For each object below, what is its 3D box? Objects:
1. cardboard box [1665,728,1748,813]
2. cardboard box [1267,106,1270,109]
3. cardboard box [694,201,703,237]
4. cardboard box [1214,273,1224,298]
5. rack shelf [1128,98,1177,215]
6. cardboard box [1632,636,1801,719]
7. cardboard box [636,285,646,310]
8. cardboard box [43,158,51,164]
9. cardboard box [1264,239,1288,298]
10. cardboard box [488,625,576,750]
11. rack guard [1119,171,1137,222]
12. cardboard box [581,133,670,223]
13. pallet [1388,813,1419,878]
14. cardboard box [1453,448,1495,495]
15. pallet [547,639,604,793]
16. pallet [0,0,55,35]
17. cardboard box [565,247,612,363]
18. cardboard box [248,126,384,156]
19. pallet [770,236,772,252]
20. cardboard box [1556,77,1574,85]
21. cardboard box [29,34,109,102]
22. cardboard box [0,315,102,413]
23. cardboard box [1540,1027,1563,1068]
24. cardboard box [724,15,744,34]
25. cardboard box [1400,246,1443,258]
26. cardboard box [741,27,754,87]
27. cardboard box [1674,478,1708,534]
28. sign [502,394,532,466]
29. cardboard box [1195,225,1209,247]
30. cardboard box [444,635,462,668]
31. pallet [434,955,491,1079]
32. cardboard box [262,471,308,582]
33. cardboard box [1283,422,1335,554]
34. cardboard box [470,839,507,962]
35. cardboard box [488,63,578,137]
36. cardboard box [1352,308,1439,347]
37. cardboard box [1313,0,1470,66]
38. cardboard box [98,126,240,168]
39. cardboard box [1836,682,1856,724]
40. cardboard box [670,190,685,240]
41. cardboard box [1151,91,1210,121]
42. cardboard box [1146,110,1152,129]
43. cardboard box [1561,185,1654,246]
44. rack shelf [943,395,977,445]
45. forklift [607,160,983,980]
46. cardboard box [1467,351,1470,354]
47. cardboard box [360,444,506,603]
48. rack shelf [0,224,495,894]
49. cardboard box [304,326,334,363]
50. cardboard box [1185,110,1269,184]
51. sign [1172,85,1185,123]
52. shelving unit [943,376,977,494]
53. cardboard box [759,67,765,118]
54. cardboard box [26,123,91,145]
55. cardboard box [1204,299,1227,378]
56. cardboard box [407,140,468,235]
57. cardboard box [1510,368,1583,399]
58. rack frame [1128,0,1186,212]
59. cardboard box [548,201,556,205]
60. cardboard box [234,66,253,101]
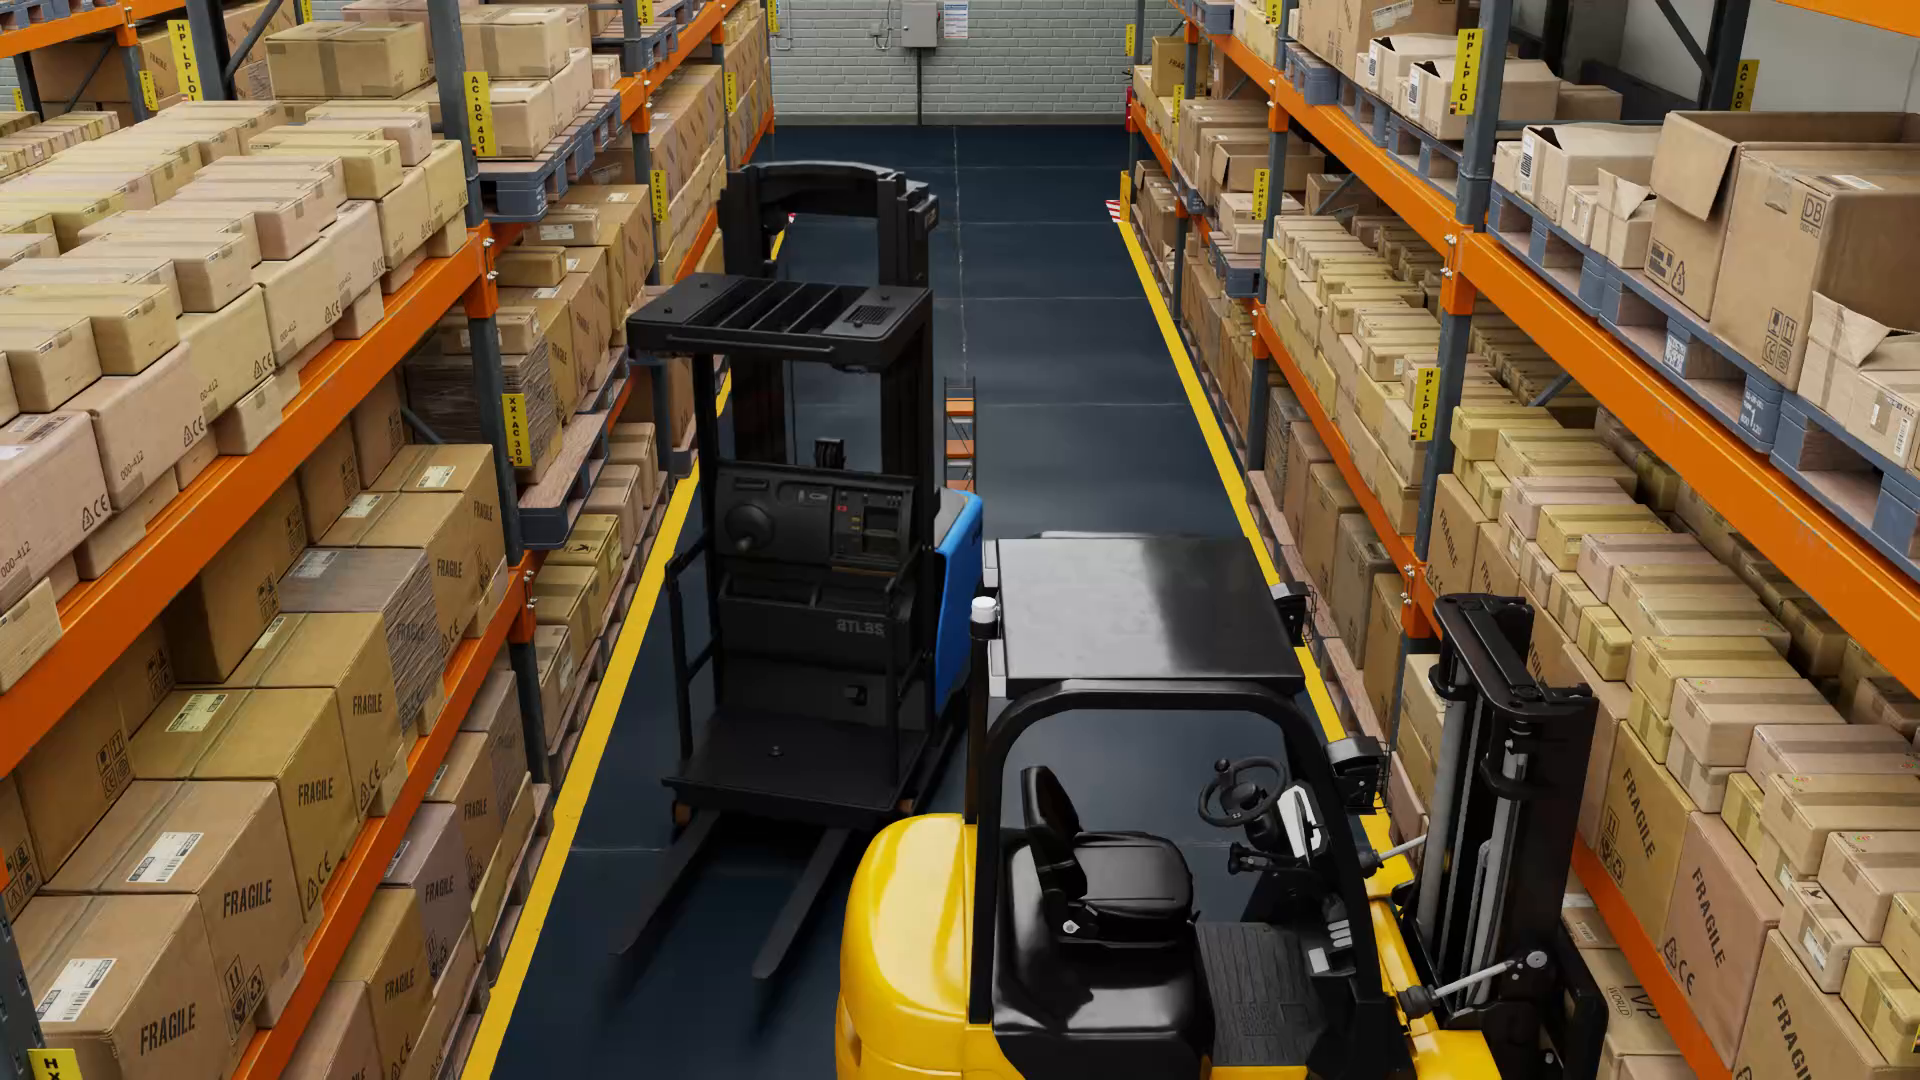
[{"bbox_3d":[2.271,0.649,4.766,0.380,0.149,0.250,-1,24,-2],"label":"cardboard box"},{"bbox_3d":[2.692,-3.868,15.483,0.500,0.250,0.500,0,24,-1],"label":"cardboard box"},{"bbox_3d":[-2.266,-2.482,12.780,0.500,0.250,0.500,0,24,-1],"label":"cardboard box"},{"bbox_3d":[2.254,-2.050,13.379,0.380,0.149,0.250,1,24,1],"label":"cardboard box"},{"bbox_3d":[2.418,-3.885,16.573,1.077,0.370,4.000,0,24,-1],"label":"rack shelf"},{"bbox_3d":[2.242,0.407,4.940,0.380,0.149,0.250,0,24,0],"label":"cardboard box"},{"bbox_3d":[-2.118,-1.446,10.101,0.380,0.149,0.250,0,24,-1],"label":"cardboard box"},{"bbox_3d":[-7.258,-2.919,12.999,0.380,0.149,0.250,-1,24,-3],"label":"cardboard box"},{"bbox_3d":[2.219,-1.716,10.479,0.500,0.250,0.500,0,24,-1],"label":"cardboard box"},{"bbox_3d":[-2.445,0.722,8.194,0.950,0.372,0.625,0,24,0],"label":"cardboard box"},{"bbox_3d":[2.397,-3.867,18.692,1.175,0.500,0.348,0,24,-1],"label":"rack guard"},{"bbox_3d":[-2.241,-2.422,11.130,0.500,0.500,0.500,-1,24,-2],"label":"cardboard box"},{"bbox_3d":[2.494,1.506,7.163,1.003,0.211,1.213,0,24,-1],"label":"pallet"},{"bbox_3d":[2.267,-0.301,6.866,0.380,0.149,0.250,-1,24,-1],"label":"cardboard box"},{"bbox_3d":[-2.446,0.882,8.545,1.003,0.211,1.213,0,24,-1],"label":"pallet"},{"bbox_3d":[-7.558,-3.900,12.320,1.213,0.211,1.003,0,24,-1],"label":"pallet"},{"bbox_3d":[-2.169,-1.257,8.897,0.500,0.500,0.500,-1,24,-3],"label":"cardboard box"},{"bbox_3d":[-2.222,-1.340,5.769,0.380,0.149,0.250,0,24,1],"label":"cardboard box"},{"bbox_3d":[-2.470,-2.912,16.932,1.003,0.211,1.213,0,24,-1],"label":"pallet"},{"bbox_3d":[2.591,-2.035,7.643,0.380,0.149,0.250,0,24,-1],"label":"cardboard box"},{"bbox_3d":[-7.748,-4.130,14.546,0.500,0.500,0.500,-1,24,-2],"label":"cardboard box"},{"bbox_3d":[-2.152,-0.390,3.669,0.380,0.149,0.250,0,24,-1],"label":"cardboard box"},{"bbox_3d":[2.231,1.771,5.414,0.500,0.250,0.500,-1,24,-2],"label":"cardboard box"},{"bbox_3d":[-2.265,-4.920,15.867,0.380,0.149,0.250,0,24,0],"label":"cardboard box"},{"bbox_3d":[2.818,-1.633,9.812,0.380,0.149,0.250,-1,24,-2],"label":"cardboard box"},{"bbox_3d":[-2.283,-4.690,16.146,0.500,0.500,0.500,0,24,-1],"label":"cardboard box"},{"bbox_3d":[2.875,-0.123,6.113,0.380,0.149,0.250,-1,24,-2],"label":"cardboard box"},{"bbox_3d":[-1.894,-0.468,7.095,0.100,0.325,0.005,0,24,-1],"label":"sign"},{"bbox_3d":[2.228,-2.616,14.270,0.380,0.149,0.250,-1,24,-3],"label":"cardboard box"},{"bbox_3d":[-2.194,0.388,6.557,0.380,0.149,0.250,0,24,0],"label":"cardboard box"},{"bbox_3d":[-2.378,1.983,6.110,1.003,0.211,1.213,0,24,-1],"label":"pallet"},{"bbox_3d":[-2.686,-0.105,5.646,0.700,0.500,0.500,-1,24,-2],"label":"cardboard box"},{"bbox_3d":[2.491,-0.323,10.197,0.875,0.625,0.625,1,24,1],"label":"cardboard box"},{"bbox_3d":[-2.145,1.455,6.720,0.500,0.250,0.500,-1,24,-2],"label":"cardboard box"},{"bbox_3d":[-2.048,-2.009,7.585,0.500,0.250,0.500,-1,24,-1],"label":"cardboard box"},{"bbox_3d":[2.258,-1.099,8.632,0.380,0.149,0.250,0,24,0],"label":"cardboard box"},{"bbox_3d":[2.353,-2.882,9.091,0.700,0.500,0.500,-1,24,-2],"label":"cardboard box"},{"bbox_3d":[-2.734,-1.337,5.763,0.380,0.149,0.250,-1,24,-2],"label":"cardboard box"},{"bbox_3d":[2.883,0.544,4.999,0.380,0.149,0.250,1,24,1],"label":"cardboard box"},{"bbox_3d":[-2.243,-2.299,11.768,0.500,0.250,0.500,0,24,1],"label":"cardboard box"},{"bbox_3d":[2.173,-4.289,16.413,0.500,0.250,0.500,-1,24,-2],"label":"cardboard box"},{"bbox_3d":[2.090,-4.255,16.822,0.380,0.149,0.250,-1,24,-2],"label":"cardboard box"},{"bbox_3d":[2.237,-1.078,5.528,0.380,0.149,0.250,0,24,1],"label":"cardboard box"},{"bbox_3d":[-0.001,-0.749,10.470,0.215,0.259,0.240,0,24,-1],"label":"rack shelf"},{"bbox_3d":[-0.715,-0.069,7.346,1.130,2.935,3.031,6,25,13],"label":"forklift"},{"bbox_3d":[2.788,-0.880,8.632,0.500,0.250,0.500,-1,24,-2],"label":"cardboard box"},{"bbox_3d":[-2.183,-0.067,6.776,0.500,0.500,0.500,-1,24,-2],"label":"cardboard box"},{"bbox_3d":[-2.415,-0.283,4.969,1.077,0.370,4.000,0,24,-1],"label":"rack shelf"},{"bbox_3d":[-2.213,-0.660,5.235,0.380,0.149,0.250,0,24,1],"label":"cardboard box"},{"bbox_3d":[2.227,-3.212,13.580,0.700,0.500,0.500,0,24,0],"label":"cardboard box"},{"bbox_3d":[1.897,-3.777,14.411,0.100,0.325,0.005,0,24,-1],"label":"sign"},{"bbox_3d":[-0.001,-0.500,10.582,0.215,1.050,0.252,0,24,-1],"label":"shelving unit"},{"bbox_3d":[-2.307,-4.654,17.279,0.500,0.500,0.500,-1,24,-2],"label":"cardboard box"},{"bbox_3d":[-7.268,-3.267,13.407,0.380,0.149,0.250,-1,24,-2],"label":"cardboard box"},{"bbox_3d":[2.236,-1.602,13.175,0.500,0.500,0.500,-1,24,-2],"label":"cardboard box"},{"bbox_3d":[-2.162,-1.321,6.211,0.500,0.250,0.500,0,24,-1],"label":"cardboard box"},{"bbox_3d":[2.787,-0.690,7.726,0.380,0.149,0.250,-1,24,-2],"label":"cardboard box"},{"bbox_3d":[2.396,-5.037,18.247,1.000,3.000,0.127,0,24,-1],"label":"rack frame"},{"bbox_3d":[-2.707,-1.902,10.324,0.500,0.500,0.500,-1,24,-2],"label":"cardboard box"},{"bbox_3d":[-7.243,-4.319,16.178,0.500,0.500,0.500,1,24,2],"label":"cardboard box"}]
